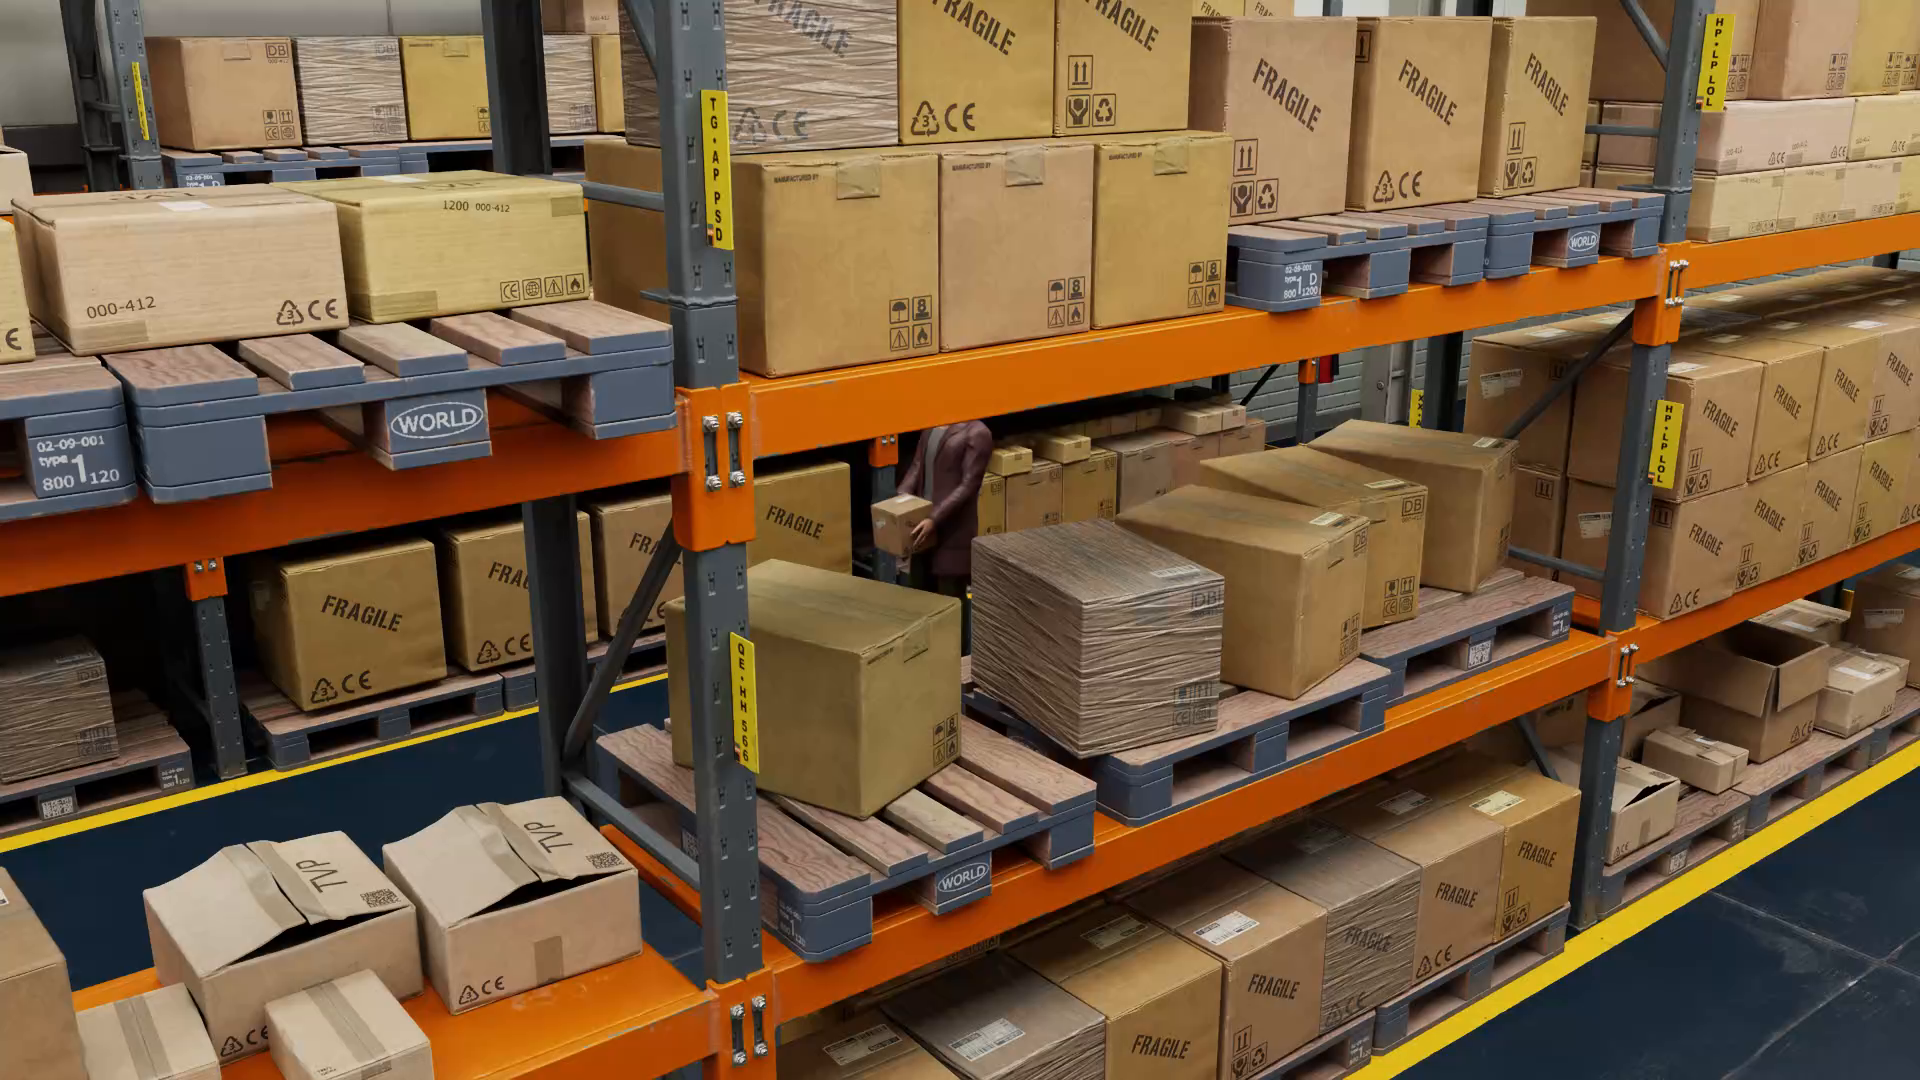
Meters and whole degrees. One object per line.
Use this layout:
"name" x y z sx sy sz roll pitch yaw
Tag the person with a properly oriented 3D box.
"person" -0.136 -0.061 9.261 0.529 1.780 0.557 -13 22 -36
